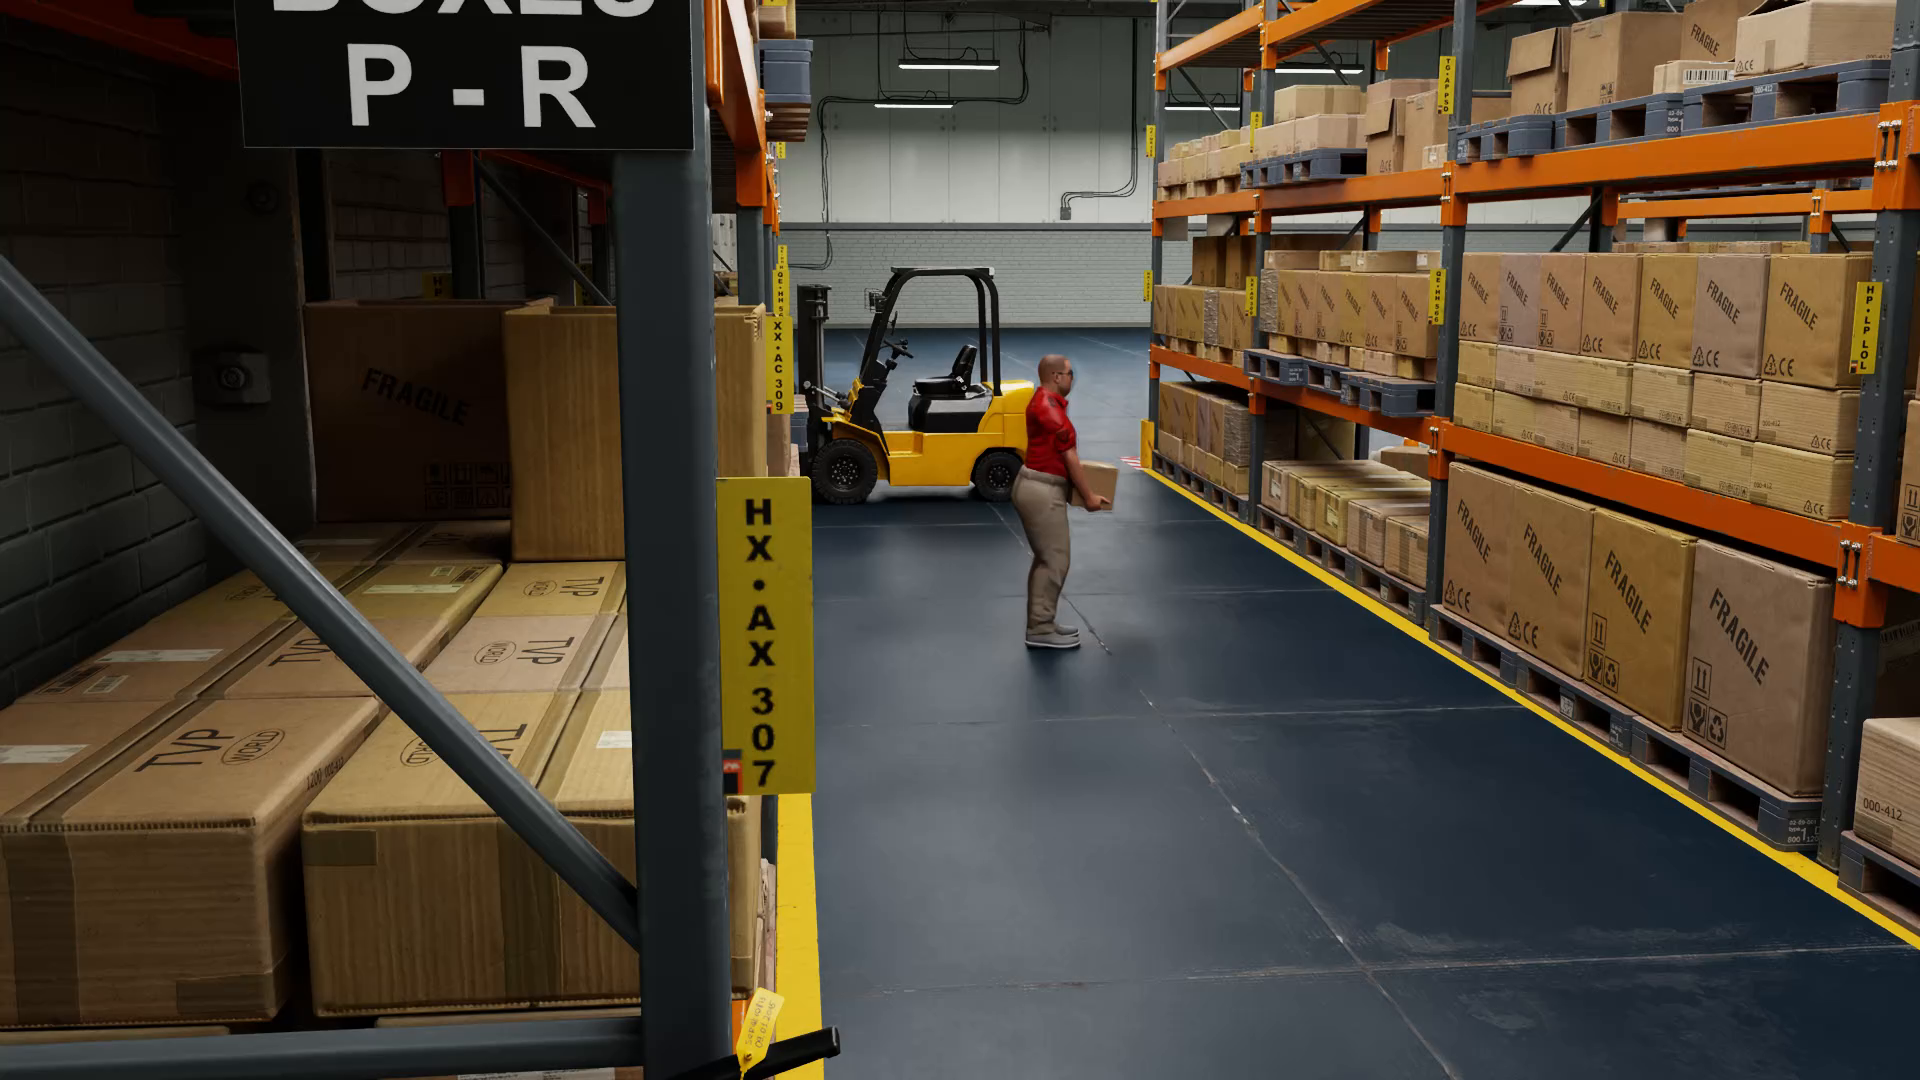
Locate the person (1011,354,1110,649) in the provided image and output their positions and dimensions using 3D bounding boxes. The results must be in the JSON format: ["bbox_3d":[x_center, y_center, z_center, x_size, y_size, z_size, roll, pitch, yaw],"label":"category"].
[{"bbox_3d":[0.587,-0.239,9.852,0.557,1.724,0.488,-1,10,-7],"label":"person"}]
